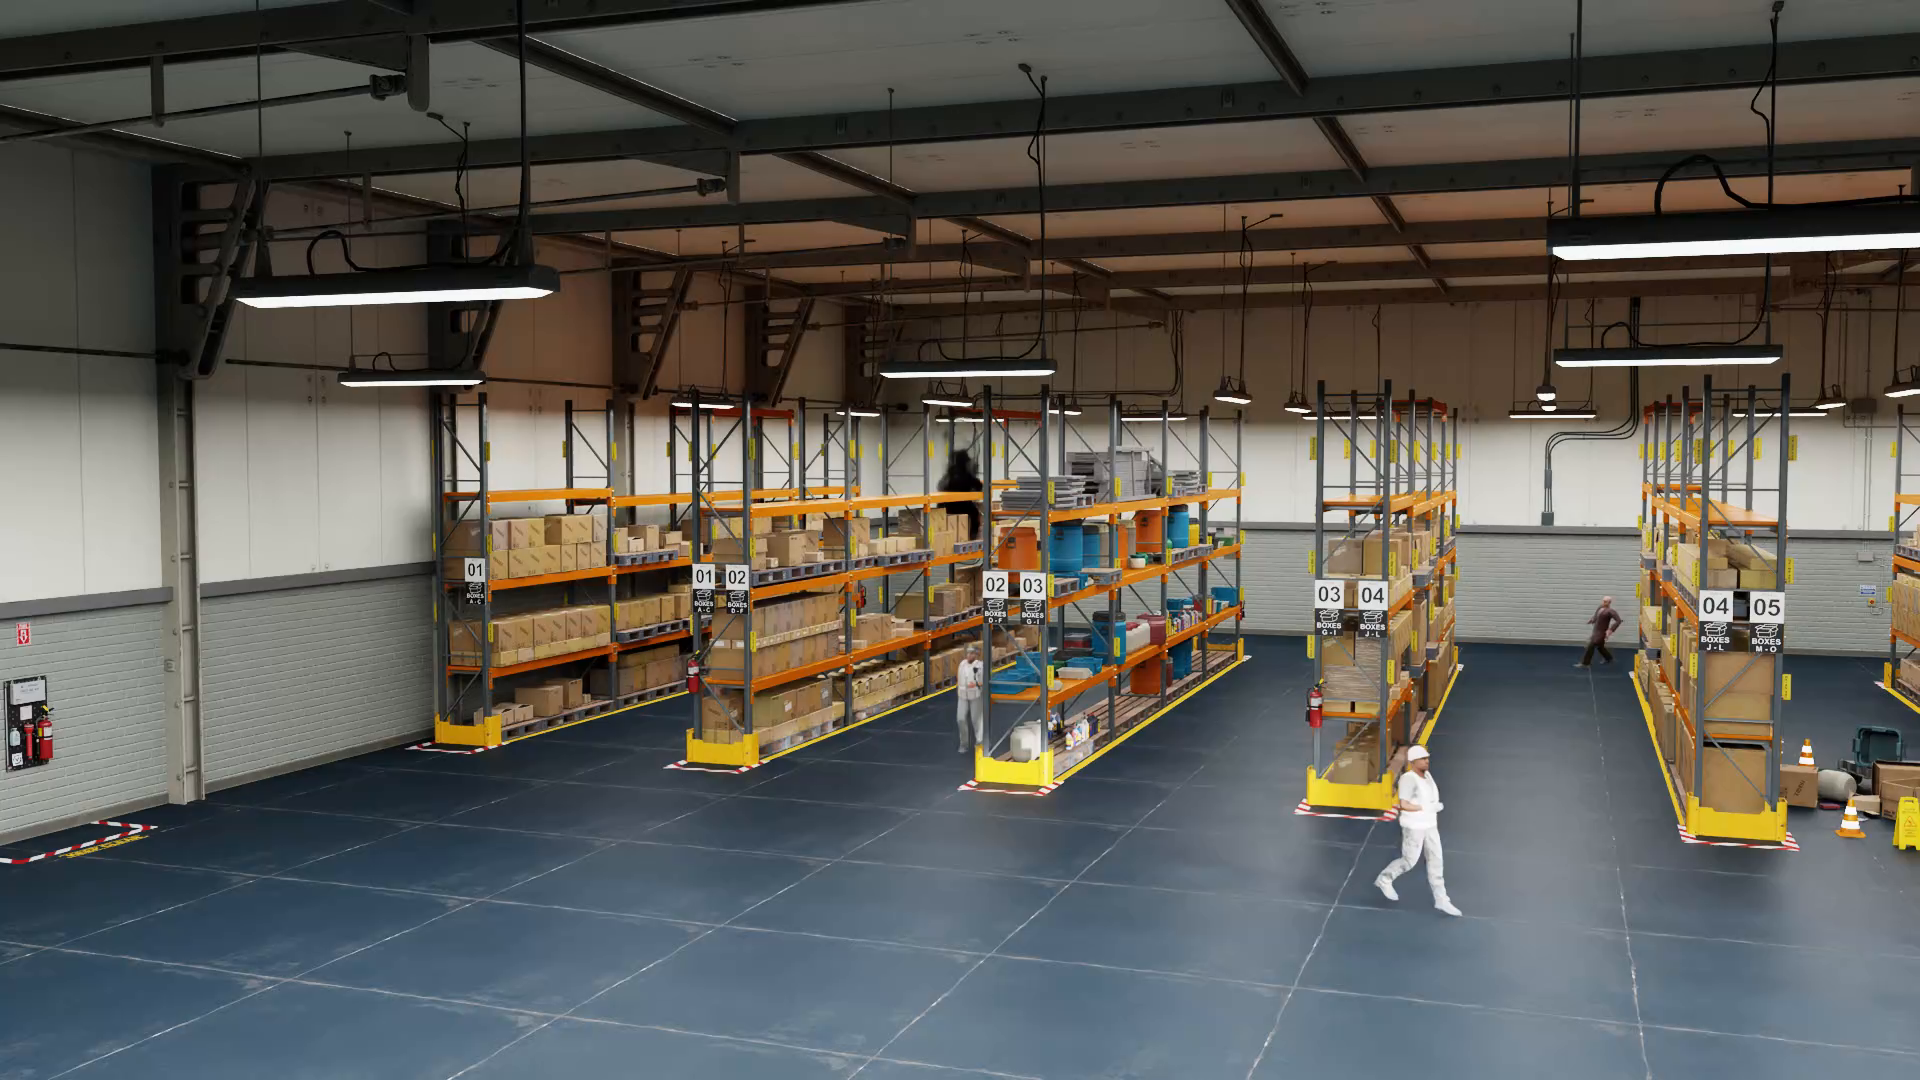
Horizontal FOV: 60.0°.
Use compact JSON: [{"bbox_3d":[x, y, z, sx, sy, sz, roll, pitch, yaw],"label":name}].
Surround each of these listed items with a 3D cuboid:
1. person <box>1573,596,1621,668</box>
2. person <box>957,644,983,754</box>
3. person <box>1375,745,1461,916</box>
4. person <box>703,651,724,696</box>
[{"bbox_3d":[14.607,2.112,38.166,0.998,1.694,0.864,1,3,17],"label":"person"},{"bbox_3d":[0.194,2.655,27.771,0.651,1.855,0.715,1,3,21],"label":"person"},{"bbox_3d":[4.972,3.121,18.051,0.682,1.787,0.978,-3,4,-44],"label":"person"},{"bbox_3d":[-4.359,2.581,29.818,0.558,1.705,0.670,1,3,18],"label":"person"}]
